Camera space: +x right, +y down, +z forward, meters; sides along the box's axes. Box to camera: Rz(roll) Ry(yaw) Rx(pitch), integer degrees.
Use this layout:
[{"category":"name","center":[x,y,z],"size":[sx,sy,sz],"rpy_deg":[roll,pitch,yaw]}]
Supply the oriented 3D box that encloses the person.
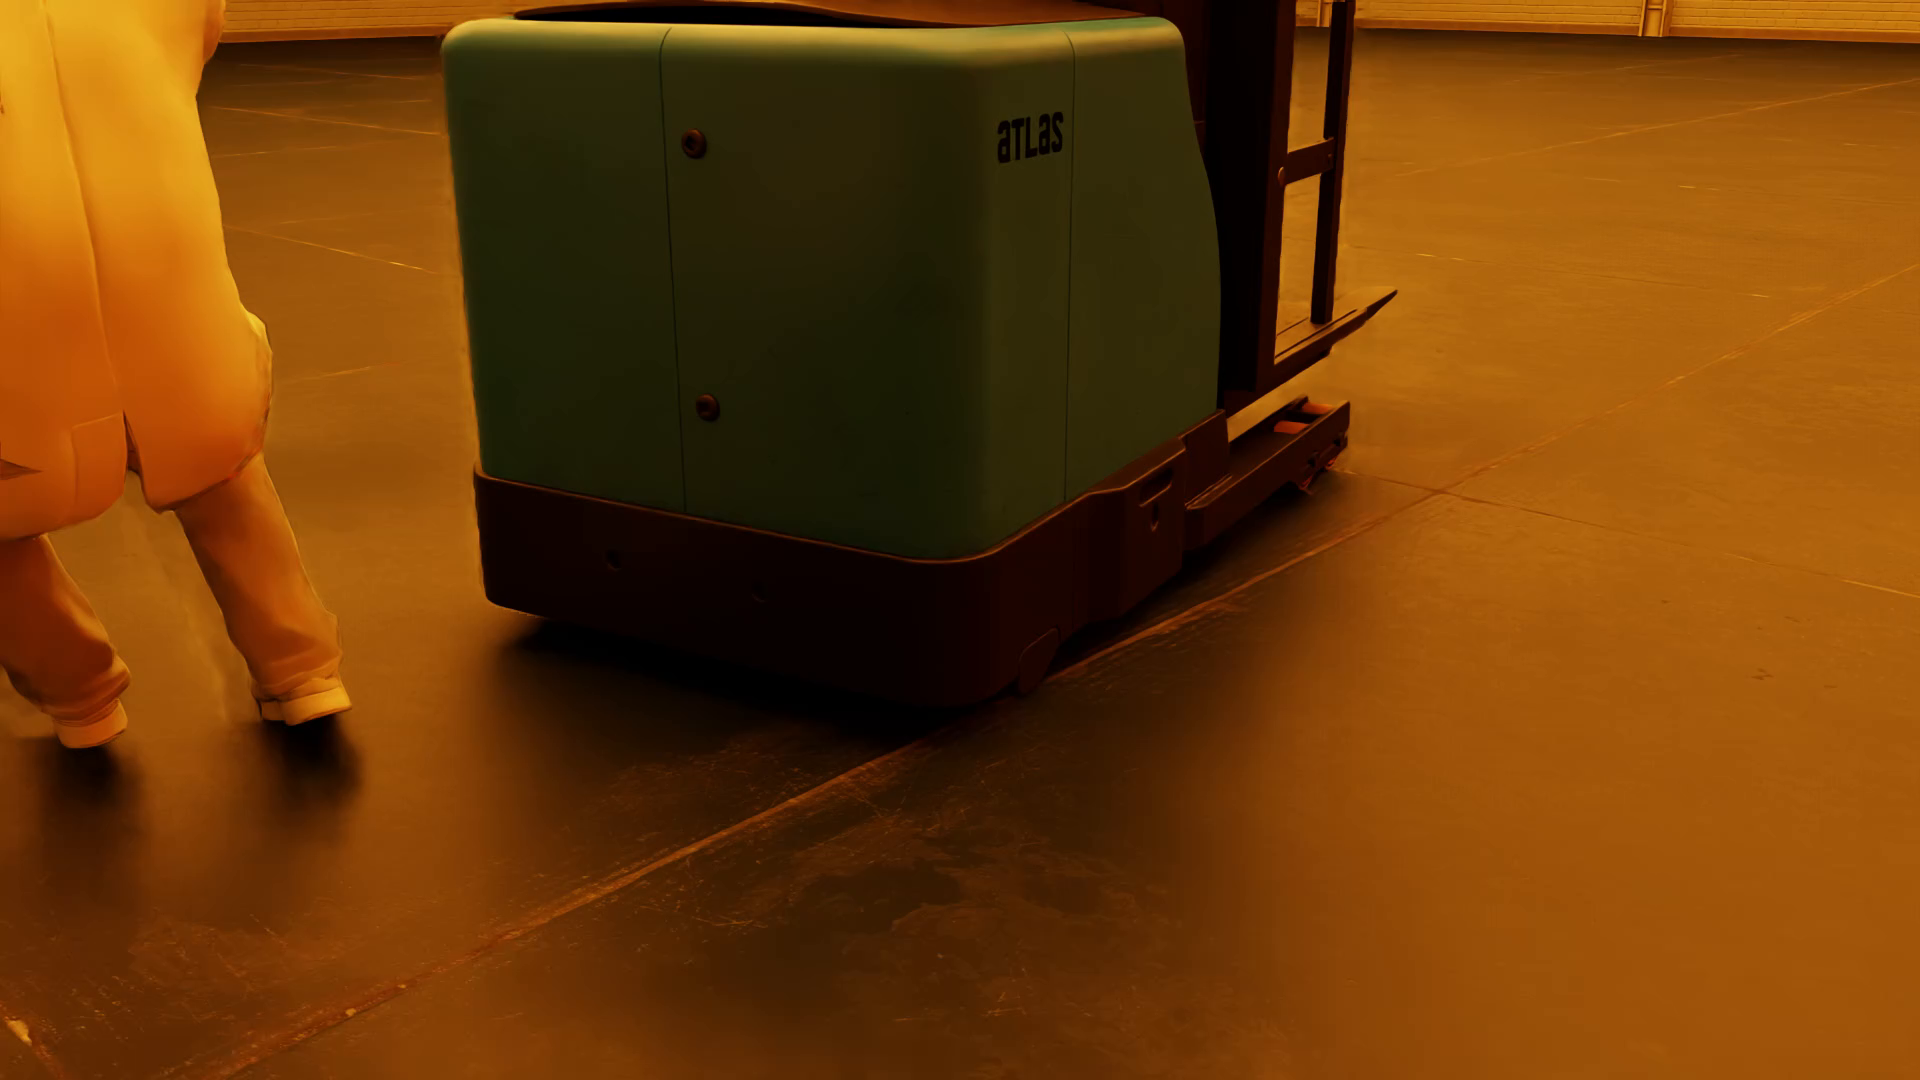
[{"category":"person","center":[-1.354,-0.236,2.036],"size":[1.029,1.481,1.200],"rpy_deg":[17,26,41]}]

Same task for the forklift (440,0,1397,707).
[{"category":"forklift","center":[0.292,-1.562,3.568],"size":[1.130,2.935,3.031],"rpy_deg":[11,22,28]}]
